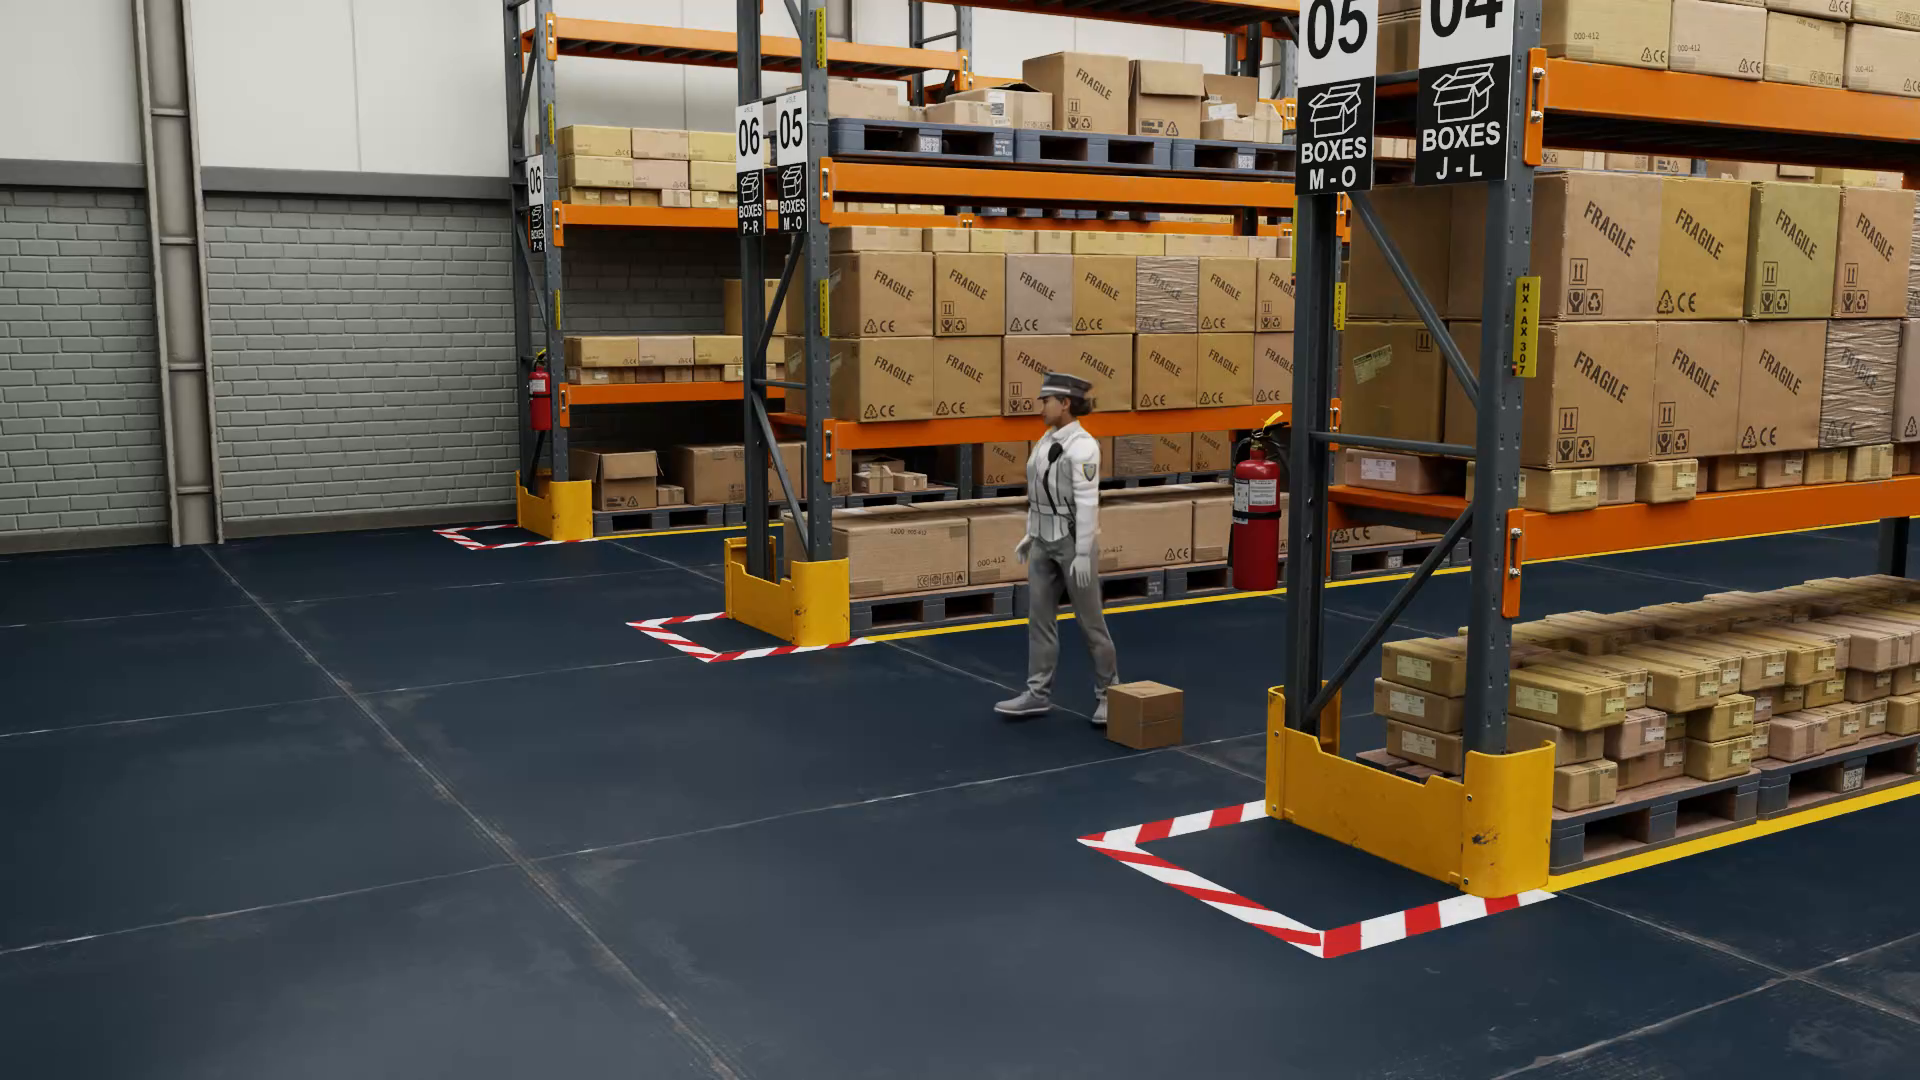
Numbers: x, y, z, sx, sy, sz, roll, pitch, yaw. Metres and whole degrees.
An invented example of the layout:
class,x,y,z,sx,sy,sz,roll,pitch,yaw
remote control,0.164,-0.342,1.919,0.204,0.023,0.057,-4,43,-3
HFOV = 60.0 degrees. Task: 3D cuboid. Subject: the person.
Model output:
class,x,y,z,sx,sy,sz,roll,pitch,yaw
person,0.471,0.026,7.987,0.560,1.665,0.628,-4,9,-27
